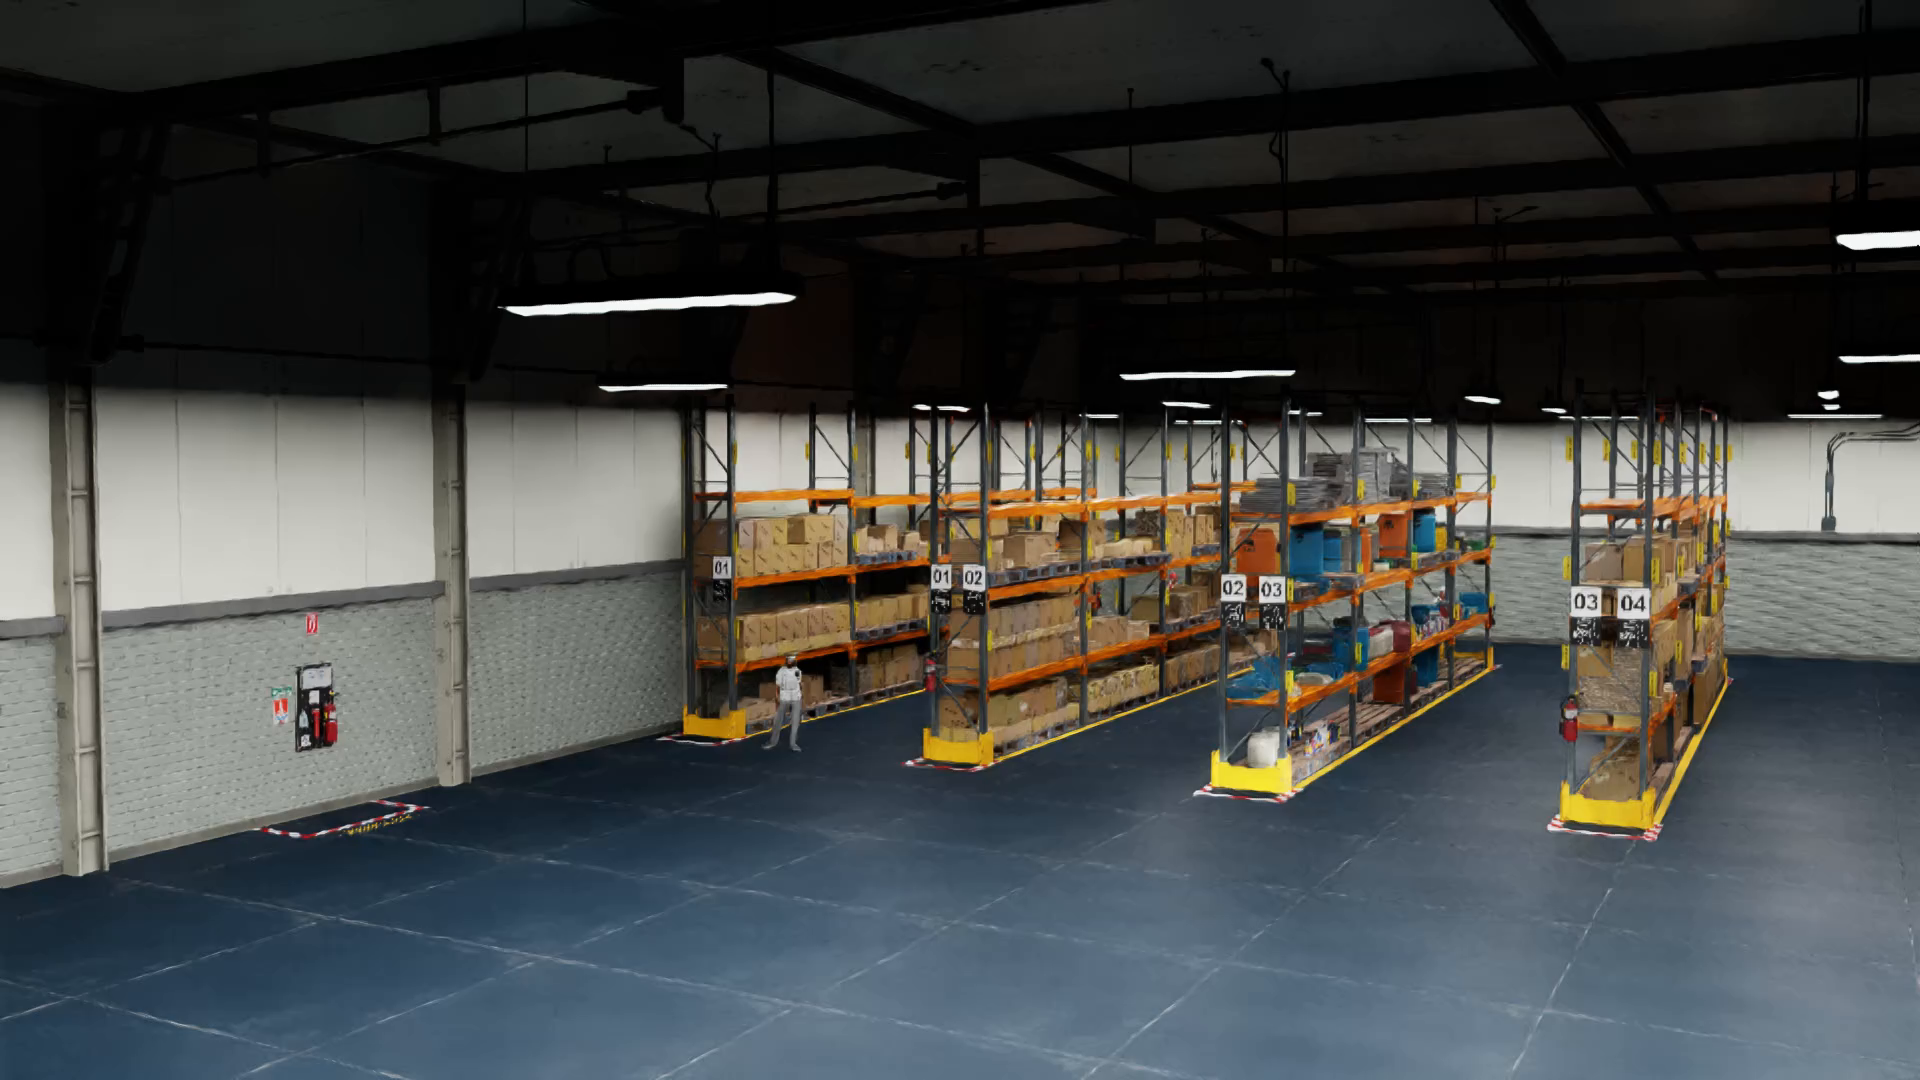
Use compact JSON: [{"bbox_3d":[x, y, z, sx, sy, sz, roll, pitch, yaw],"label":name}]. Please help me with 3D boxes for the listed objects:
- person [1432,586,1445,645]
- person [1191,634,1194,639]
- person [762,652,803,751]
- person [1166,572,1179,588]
[{"bbox_3d":[11.673,1.983,40.158,0.689,1.780,0.505,-2,4,-34],"label":"person"},{"bbox_3d":[5.586,1.978,41.286,0.682,1.715,0.537,2,3,27],"label":"person"},{"bbox_3d":[-2.983,2.704,27.970,0.675,1.667,0.489,-1,3,-15],"label":"person"},{"bbox_3d":[5.756,1.751,44.612,0.711,1.784,0.534,-1,3,-24],"label":"person"}]
